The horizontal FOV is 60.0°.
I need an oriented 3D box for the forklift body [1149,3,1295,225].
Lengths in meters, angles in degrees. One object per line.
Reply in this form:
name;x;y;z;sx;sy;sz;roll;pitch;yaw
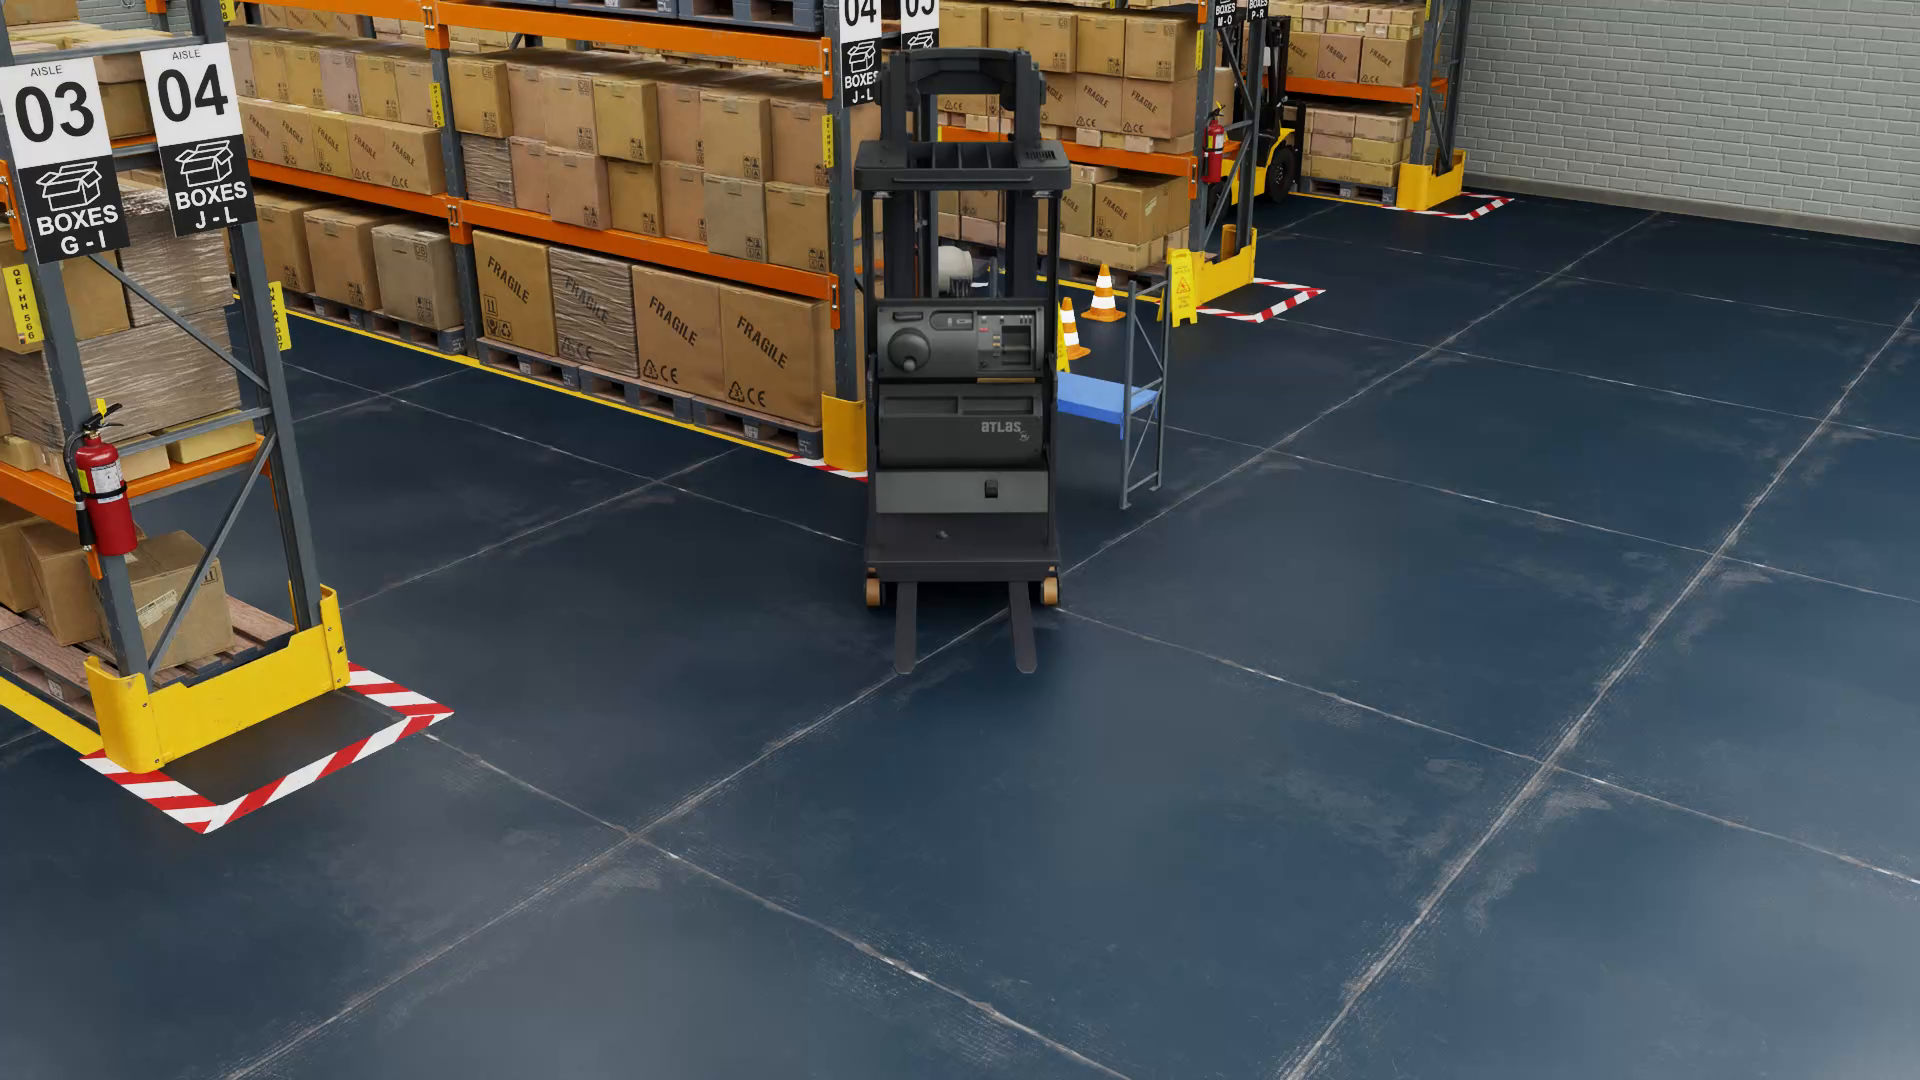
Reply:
forklift body;2.754;-4.762;18.390;1.214;2.155;2.313;17;29;33

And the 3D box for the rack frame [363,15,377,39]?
rack frame;-7.210;-6.580;21.463;0.127;3.000;1.000;17;29;33

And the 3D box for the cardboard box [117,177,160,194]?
cardboard box;-4.224;-1.464;8.120;0.500;0.500;0.500;17;29;33

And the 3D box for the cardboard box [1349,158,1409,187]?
cardboard box;4.800;-4.226;19.010;0.500;0.250;0.500;17;29;34

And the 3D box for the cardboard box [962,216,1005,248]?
cardboard box;0.361;-3.097;16.447;0.500;0.250;0.500;16;29;33

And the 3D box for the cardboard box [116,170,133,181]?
cardboard box;-8.013;-3.582;16.309;0.500;0.250;0.500;17;29;34

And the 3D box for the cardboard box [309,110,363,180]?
cardboard box;-5.083;-3.354;14.018;0.500;0.500;0.500;17;29;34

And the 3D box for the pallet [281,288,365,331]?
pallet;-5.340;-2.205;14.992;1.213;0.211;1.003;17;29;33

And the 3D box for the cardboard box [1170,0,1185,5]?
cardboard box;2.715;-6.461;19.896;0.250;0.149;0.380;16;29;32

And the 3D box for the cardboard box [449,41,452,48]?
cardboard box;-6.201;-6.066;20.483;0.500;0.250;0.500;17;29;33

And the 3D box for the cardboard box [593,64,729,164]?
cardboard box;-2.134;-3.090;12.018;0.500;0.550;0.875;17;29;33

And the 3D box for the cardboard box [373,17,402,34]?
cardboard box;-7.027;-6.543;20.945;0.500;0.250;0.500;16;28;32

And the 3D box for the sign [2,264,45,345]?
sign;-3.901;-0.981;6.928;0.005;0.325;0.100;17;29;33

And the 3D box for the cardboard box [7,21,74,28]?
cardboard box;-4.426;-2.372;7.886;0.250;0.149;0.380;17;29;33

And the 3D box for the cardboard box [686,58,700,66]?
cardboard box;-2.767;-5.229;18.188;0.250;0.149;0.380;18;30;35

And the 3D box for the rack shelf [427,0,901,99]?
rack shelf;-2.096;-3.584;11.835;4.000;0.370;1.077;17;29;33

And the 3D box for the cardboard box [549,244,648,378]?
cardboard box;-2.512;-1.852;12.848;0.875;0.875;0.875;17;29;34

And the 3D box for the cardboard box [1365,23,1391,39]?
cardboard box;4.698;-5.669;18.467;0.250;0.149;0.380;17;29;34

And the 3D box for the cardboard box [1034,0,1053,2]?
cardboard box;1.087;-6.755;20.932;0.250;0.149;0.380;16;28;32

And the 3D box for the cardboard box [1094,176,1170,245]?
cardboard box;1.594;-3.065;15.445;0.500;0.500;0.500;17;29;34

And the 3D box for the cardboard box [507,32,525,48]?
cardboard box;-4.962;-5.931;19.556;0.500;0.250;0.500;16;28;32

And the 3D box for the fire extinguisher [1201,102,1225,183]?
fire extinguisher;2.207;-3.466;14.493;0.183;0.674;0.296;17;29;33

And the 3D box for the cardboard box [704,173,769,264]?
cardboard box;-1.273;-2.326;11.623;0.550;0.550;0.875;17;29;33

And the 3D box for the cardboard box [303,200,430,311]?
cardboard box;-5.017;-2.542;14.569;0.750;0.750;1.050;17;29;33

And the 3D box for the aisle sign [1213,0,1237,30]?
aisle sign;2.268;-4.759;14.107;0.004;0.787;0.394;17;29;33

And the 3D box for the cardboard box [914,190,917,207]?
cardboard box;-0.499;-3.693;16.870;0.500;0.500;0.500;18;30;36

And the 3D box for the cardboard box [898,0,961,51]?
cardboard box;-0.191;-4.978;16.094;0.500;0.500;0.700;17;29;34

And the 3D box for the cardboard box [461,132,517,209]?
cardboard box;-3.394;-3.007;13.169;0.550;0.550;0.875;17;29;33

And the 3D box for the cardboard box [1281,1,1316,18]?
cardboard box;3.871;-6.054;18.973;0.250;0.149;0.380;17;29;34

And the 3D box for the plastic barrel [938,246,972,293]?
plastic barrel;-0.169;-2.510;15.422;0.512;0.421;0.421;-5;24;-12

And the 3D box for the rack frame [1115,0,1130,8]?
rack frame;2.165;-6.248;20.710;0.127;3.000;1.000;17;29;33

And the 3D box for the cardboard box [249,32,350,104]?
cardboard box;-5.727;-4.137;14.556;0.500;0.500;0.700;16;29;33

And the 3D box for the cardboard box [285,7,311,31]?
cardboard box;-8.561;-6.895;22.054;0.500;0.500;0.500;16;29;33

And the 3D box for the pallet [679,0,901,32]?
pallet;-1.096;-3.565;11.010;1.213;0.211;1.003;17;29;33

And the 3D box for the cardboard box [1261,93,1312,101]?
cardboard box;3.893;-5.219;20.025;0.500;0.250;0.500;16;28;32

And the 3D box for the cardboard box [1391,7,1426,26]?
cardboard box;4.953;-5.778;18.346;0.250;0.149;0.380;17;29;33

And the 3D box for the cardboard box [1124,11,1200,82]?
cardboard box;1.852;-4.371;14.716;0.500;0.500;0.700;16;28;32

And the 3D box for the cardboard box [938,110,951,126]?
cardboard box;-0.108;-4.181;16.330;0.250;0.149;0.380;18;29;35

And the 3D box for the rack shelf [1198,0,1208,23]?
rack shelf;0.791;-5.205;15.515;4.000;0.370;1.077;17;29;33

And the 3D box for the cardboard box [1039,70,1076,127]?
cardboard box;0.996;-4.147;15.449;0.500;0.500;0.500;17;29;33

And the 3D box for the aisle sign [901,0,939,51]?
aisle sign;-0.259;-3.326;10.854;0.004;0.787;0.394;17;29;33

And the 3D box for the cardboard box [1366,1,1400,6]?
cardboard box;4.816;-6.043;18.947;0.250;0.149;0.380;17;29;34

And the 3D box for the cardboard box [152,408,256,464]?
cardboard box;-3.637;-0.512;8.002;0.250;0.149;0.380;17;29;33

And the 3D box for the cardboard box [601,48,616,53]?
cardboard box;-3.861;-5.551;18.920;0.250;0.149;0.380;15;28;30

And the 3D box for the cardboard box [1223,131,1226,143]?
cardboard box;2.244;-3.712;15.266;0.250;0.149;0.380;17;29;33

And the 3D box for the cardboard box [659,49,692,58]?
cardboard box;-2.938;-5.553;18.119;0.500;0.500;0.500;17;29;34

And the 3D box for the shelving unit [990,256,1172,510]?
shelving unit;0.764;-1.084;10.849;1.048;1.500;0.538;16;28;32

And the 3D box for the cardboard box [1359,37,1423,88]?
cardboard box;4.815;-5.360;18.572;0.500;0.500;0.500;16;28;32

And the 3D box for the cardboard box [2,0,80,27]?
cardboard box;-4.578;-2.710;7.848;0.500;0.500;0.500;17;29;33

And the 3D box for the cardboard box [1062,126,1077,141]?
cardboard box;1.158;-3.839;15.554;0.250;0.149;0.380;17;29;34

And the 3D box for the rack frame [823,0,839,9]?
rack frame;-0.496;-4.802;9.988;0.127;3.000;1.000;17;29;33

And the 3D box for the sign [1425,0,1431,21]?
sign;5.029;-5.747;17.843;0.005;0.325;0.100;17;29;33

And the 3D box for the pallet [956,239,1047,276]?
pallet;0.730;-2.923;16.623;1.213;0.211;1.003;17;29;33

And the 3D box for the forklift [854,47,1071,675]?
forklift;0.008;-1.090;9.090;1.130;2.935;3.031;0;24;-1

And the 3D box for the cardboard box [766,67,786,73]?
cardboard box;-1.814;-4.878;17.392;0.250;0.149;0.380;16;29;32

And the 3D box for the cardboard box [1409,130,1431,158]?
cardboard box;5.114;-4.624;19.293;0.500;0.250;0.500;17;29;34
